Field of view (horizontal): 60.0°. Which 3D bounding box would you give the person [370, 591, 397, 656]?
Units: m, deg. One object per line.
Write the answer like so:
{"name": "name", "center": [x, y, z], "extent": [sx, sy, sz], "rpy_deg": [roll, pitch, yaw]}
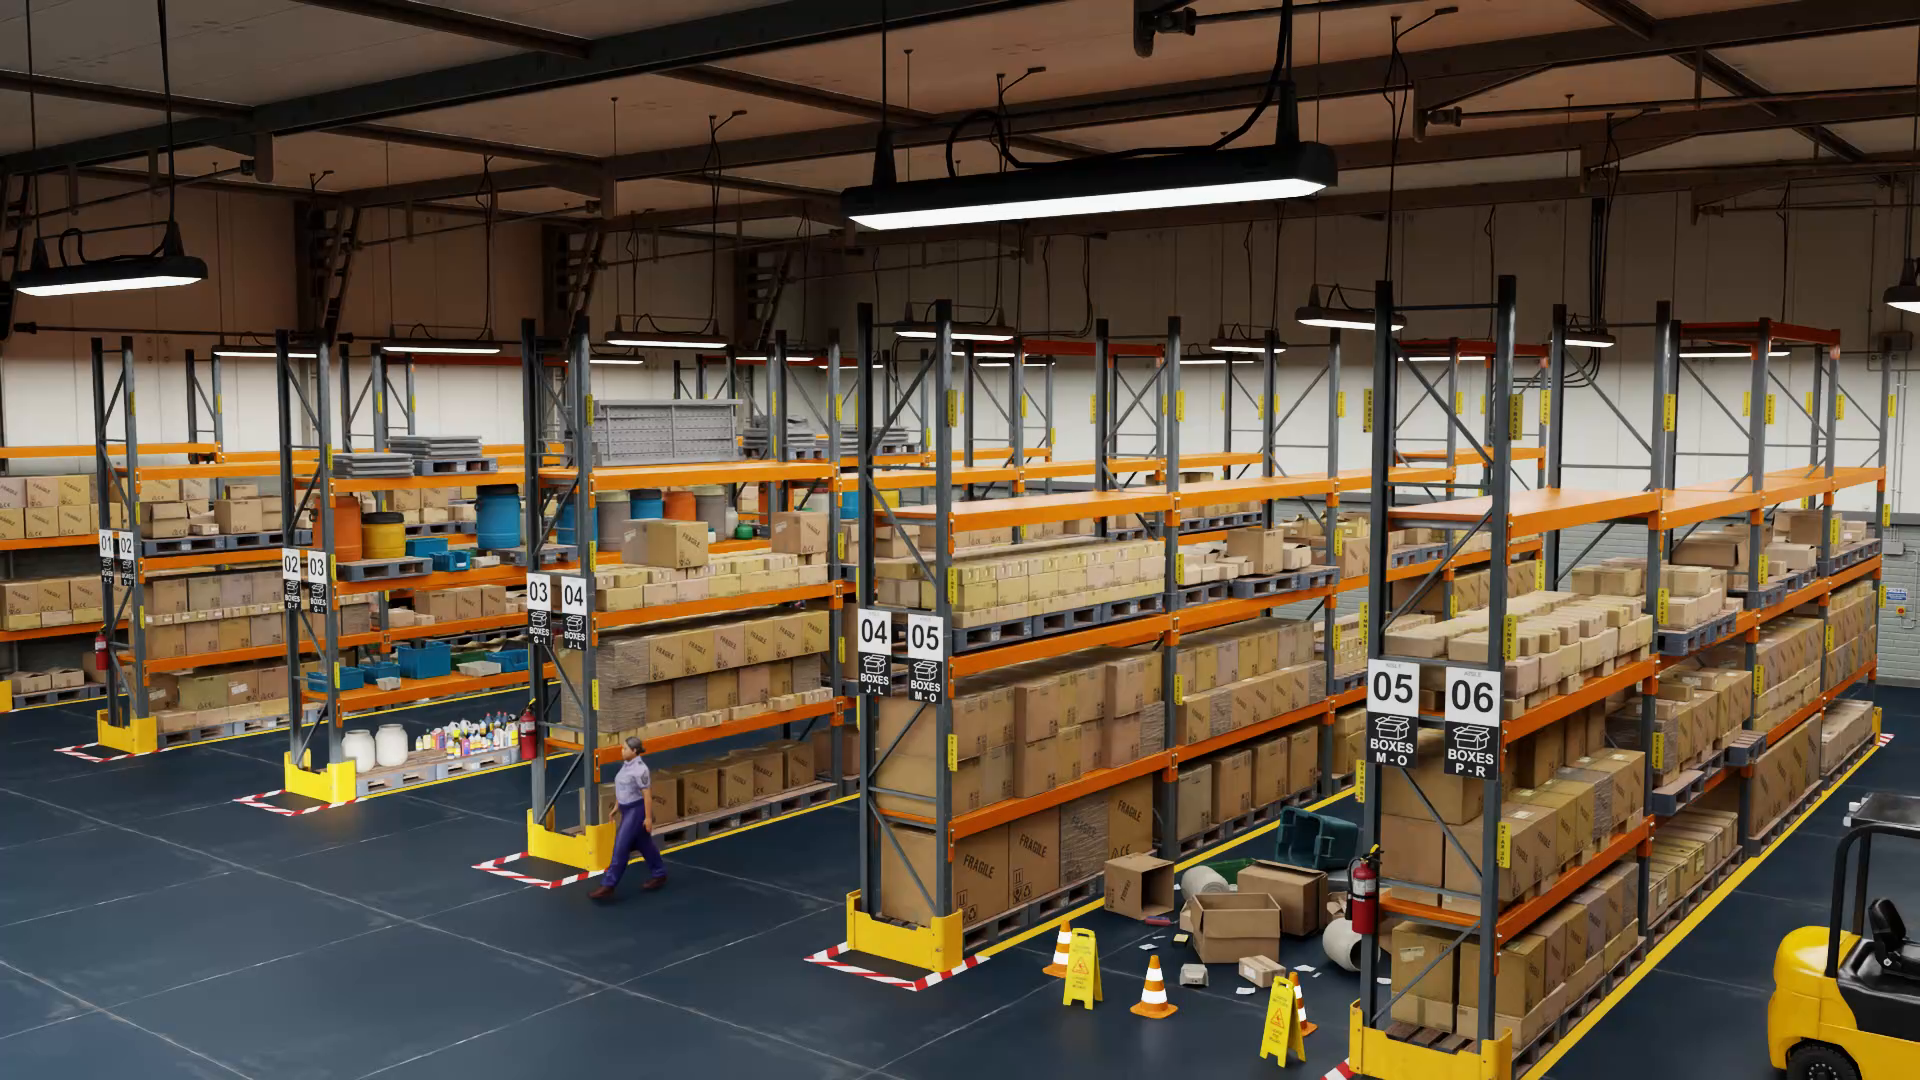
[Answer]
{"name": "person", "center": [-10.961, 1.526, 31.446], "extent": [0.497, 1.771, 0.542], "rpy_deg": [-4, 6, -36]}

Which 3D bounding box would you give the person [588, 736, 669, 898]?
{"name": "person", "center": [-3.459, 2.844, 17.222], "extent": [0.907, 1.611, 0.542], "rpy_deg": [-2, 5, -24]}
